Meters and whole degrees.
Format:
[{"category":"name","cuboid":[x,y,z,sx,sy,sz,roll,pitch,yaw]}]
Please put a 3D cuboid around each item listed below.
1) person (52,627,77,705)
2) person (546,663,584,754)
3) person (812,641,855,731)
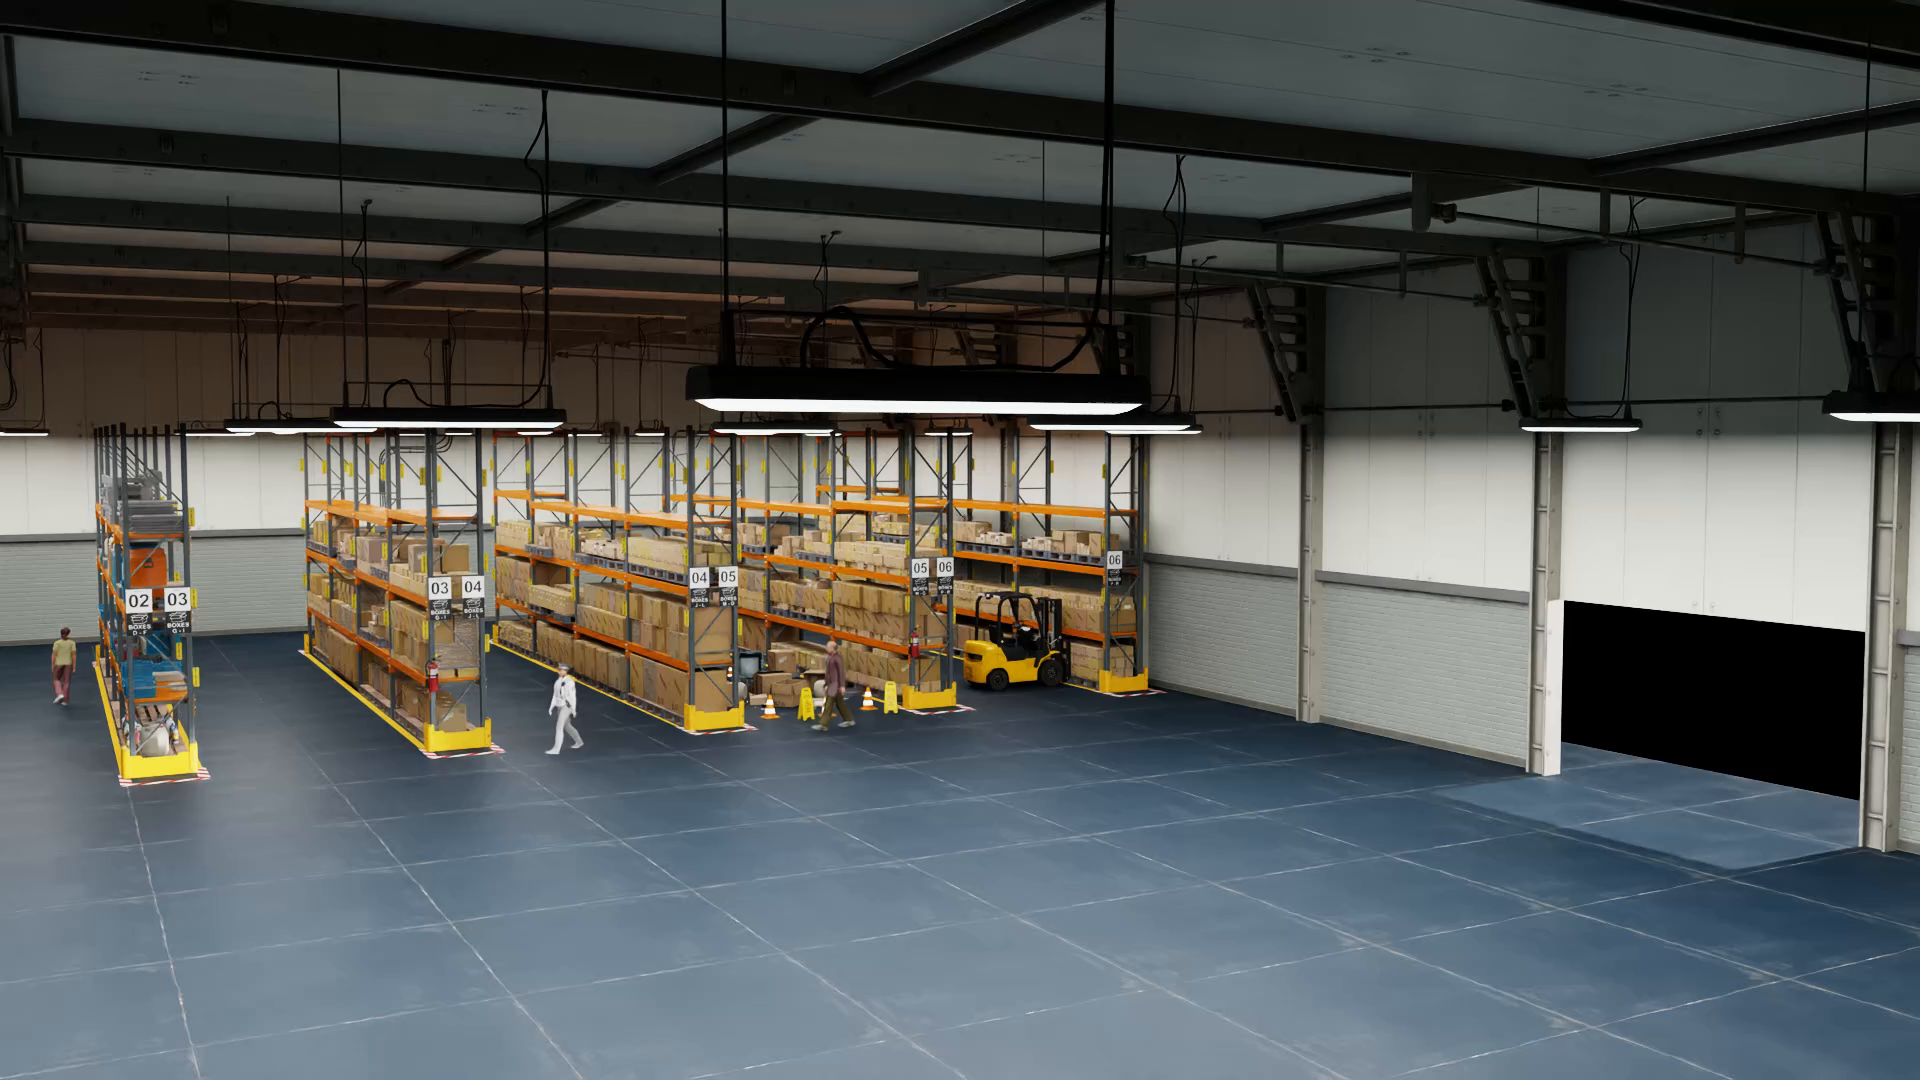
[{"category":"person","cuboid":[-19.236,2.716,35.720,0.483,1.671,0.463,-2,4,-28]},{"category":"person","cuboid":[-7.253,3.058,30.422,0.884,1.646,0.482,-3,5,-40]},{"category":"person","cuboid":[-2.512,2.863,32.799,0.980,1.742,0.609,-1,4,-20]}]
